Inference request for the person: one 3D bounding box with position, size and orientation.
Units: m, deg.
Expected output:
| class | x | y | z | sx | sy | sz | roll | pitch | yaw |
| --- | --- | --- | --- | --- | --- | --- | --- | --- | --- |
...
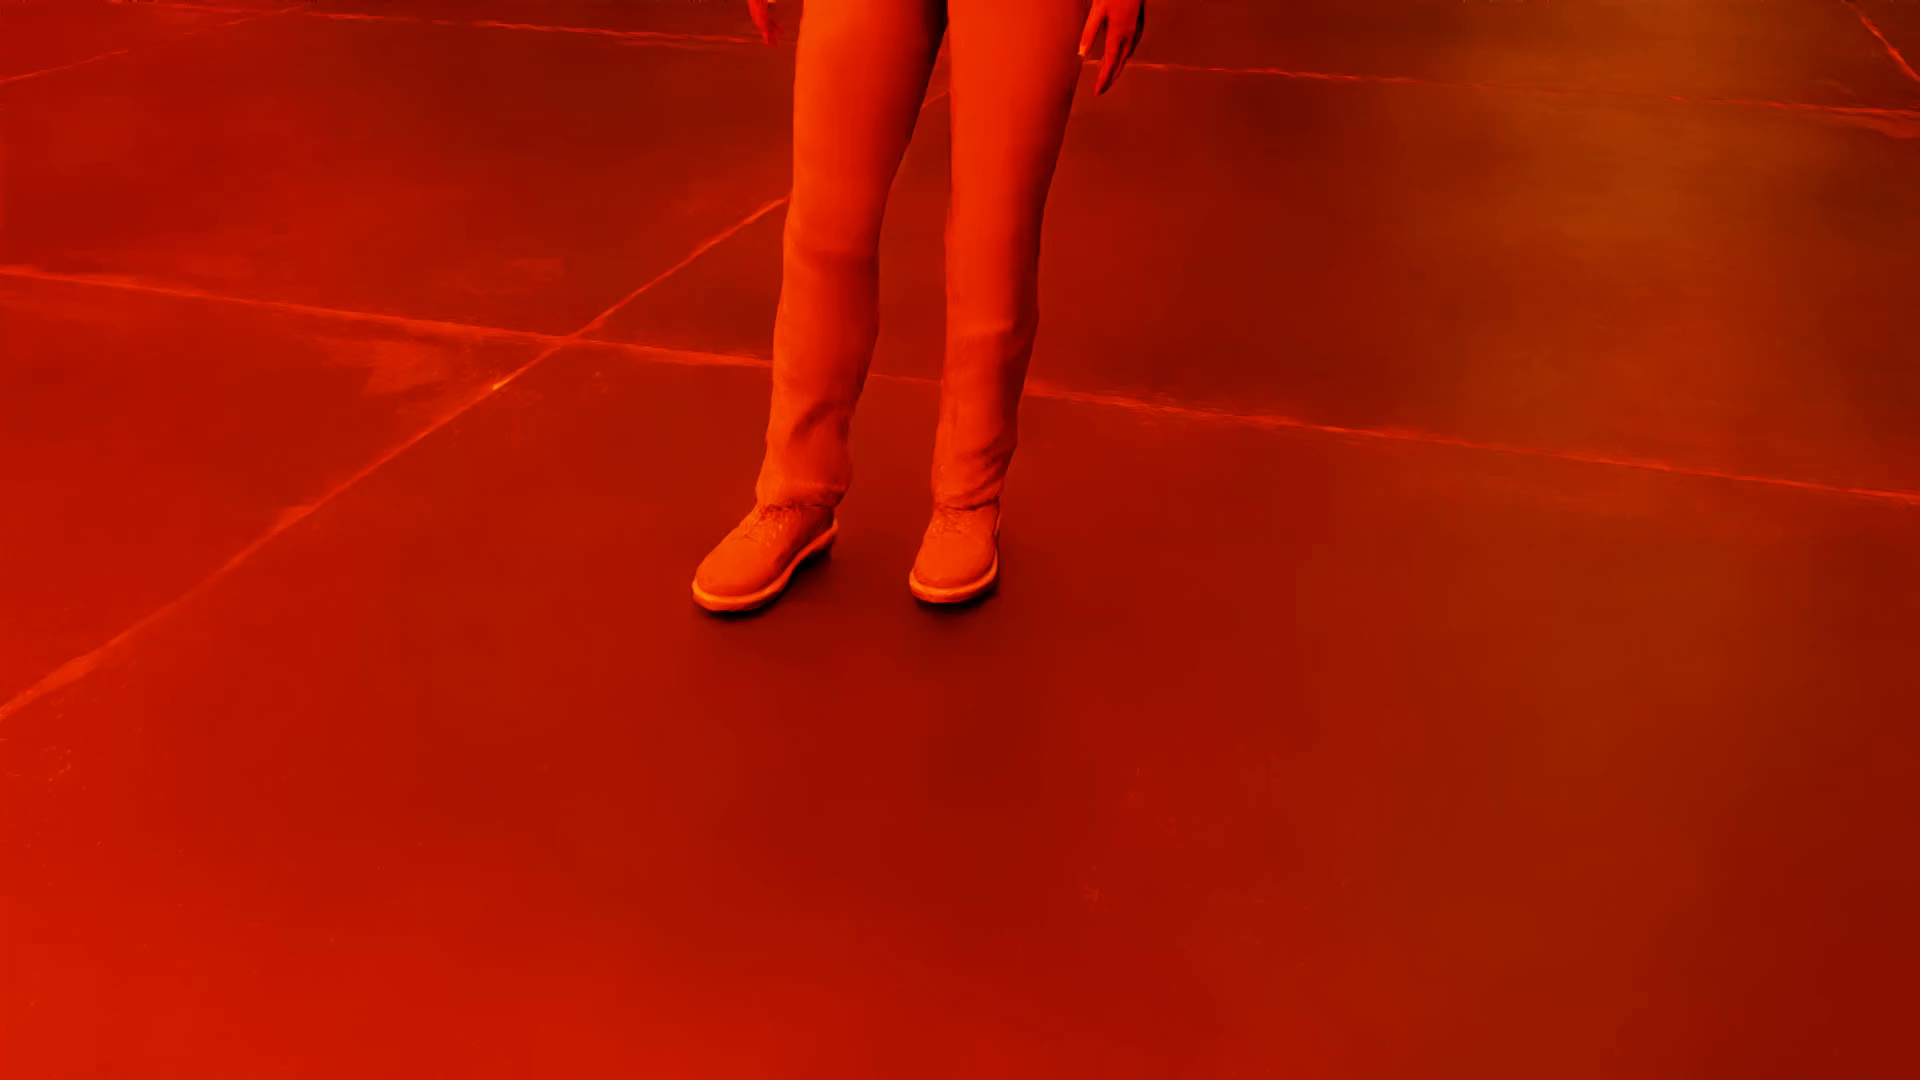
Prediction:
| class | x | y | z | sx | sy | sz | roll | pitch | yaw |
| --- | --- | --- | --- | --- | --- | --- | --- | --- | --- |
| person | -0.041 | -0.732 | 2.053 | 0.570 | 1.695 | 0.529 | 8 | 28 | 16 |
